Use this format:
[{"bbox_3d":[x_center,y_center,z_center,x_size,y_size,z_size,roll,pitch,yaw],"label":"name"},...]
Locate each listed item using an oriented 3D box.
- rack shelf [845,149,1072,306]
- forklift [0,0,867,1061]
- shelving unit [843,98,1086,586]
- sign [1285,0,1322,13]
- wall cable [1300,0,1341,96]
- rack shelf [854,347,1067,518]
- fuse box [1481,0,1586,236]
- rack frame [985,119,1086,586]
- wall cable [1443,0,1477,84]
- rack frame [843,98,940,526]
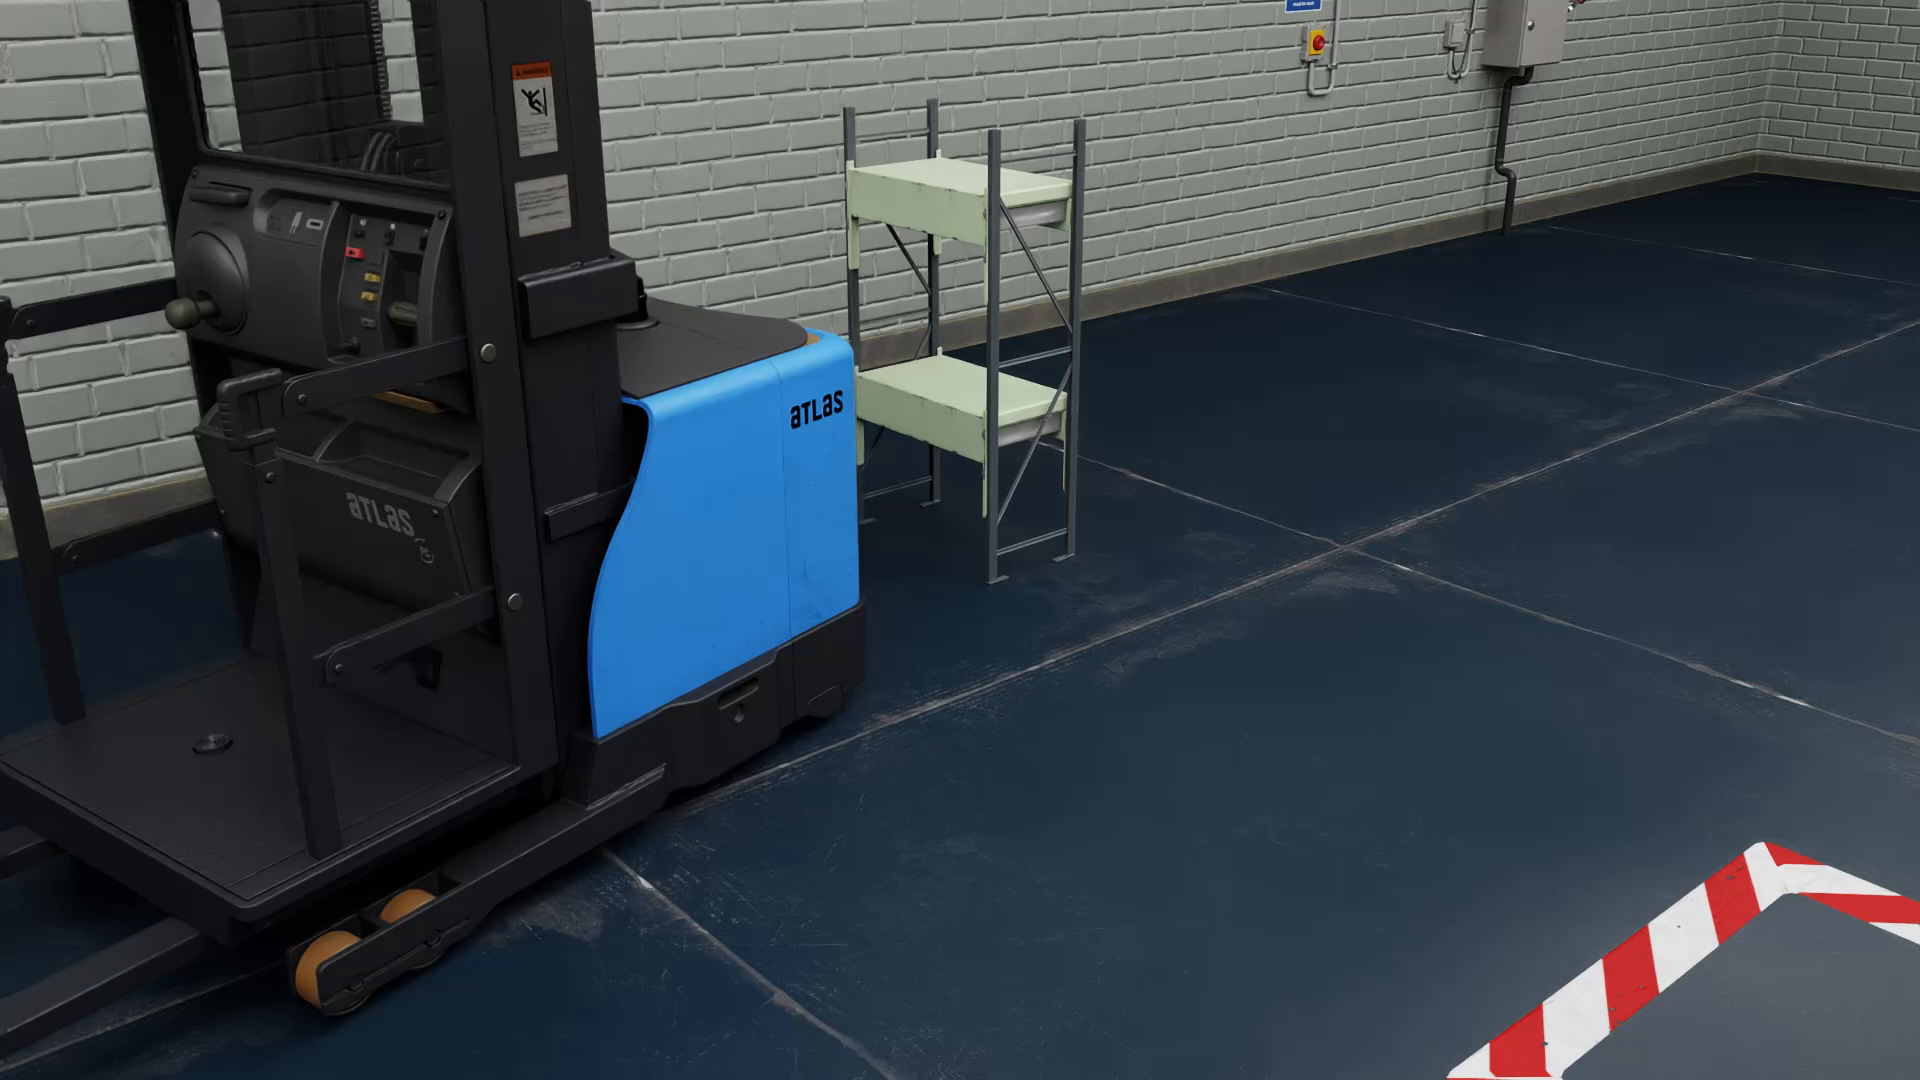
[{"bbox_3d":[0.004,-1.060,5.563,0.431,0.370,0.720,-17,27,-37],"label":"rack shelf"},{"bbox_3d":[-1.535,-0.578,3.441,1.130,2.935,3.031,15,26,33],"label":"forklift"},{"bbox_3d":[0.004,-0.697,5.706,0.431,1.500,0.755,-17,27,-37],"label":"shelving unit"},{"bbox_3d":[1.967,-3.130,9.493,0.327,0.218,0.001,-17,27,-37],"label":"sign"},{"bbox_3d":[2.044,-3.487,9.337,0.585,1.953,0.123,-17,27,-37],"label":"wall cable"},{"bbox_3d":[0.004,-0.393,5.825,0.431,0.370,0.720,-17,27,-37],"label":"rack shelf"},{"bbox_3d":[3.731,-2.859,10.937,0.539,1.711,0.414,-17,27,-37],"label":"fuse box"},{"bbox_3d":[0.243,-0.595,5.448,0.400,1.500,0.023,-17,27,-37],"label":"rack frame"},{"bbox_3d":[3.111,-3.813,10.213,0.588,1.984,0.122,-17,27,-37],"label":"wall cable"},{"bbox_3d":[-0.235,-0.798,5.964,0.400,1.500,0.023,-17,27,-37],"label":"rack frame"}]
